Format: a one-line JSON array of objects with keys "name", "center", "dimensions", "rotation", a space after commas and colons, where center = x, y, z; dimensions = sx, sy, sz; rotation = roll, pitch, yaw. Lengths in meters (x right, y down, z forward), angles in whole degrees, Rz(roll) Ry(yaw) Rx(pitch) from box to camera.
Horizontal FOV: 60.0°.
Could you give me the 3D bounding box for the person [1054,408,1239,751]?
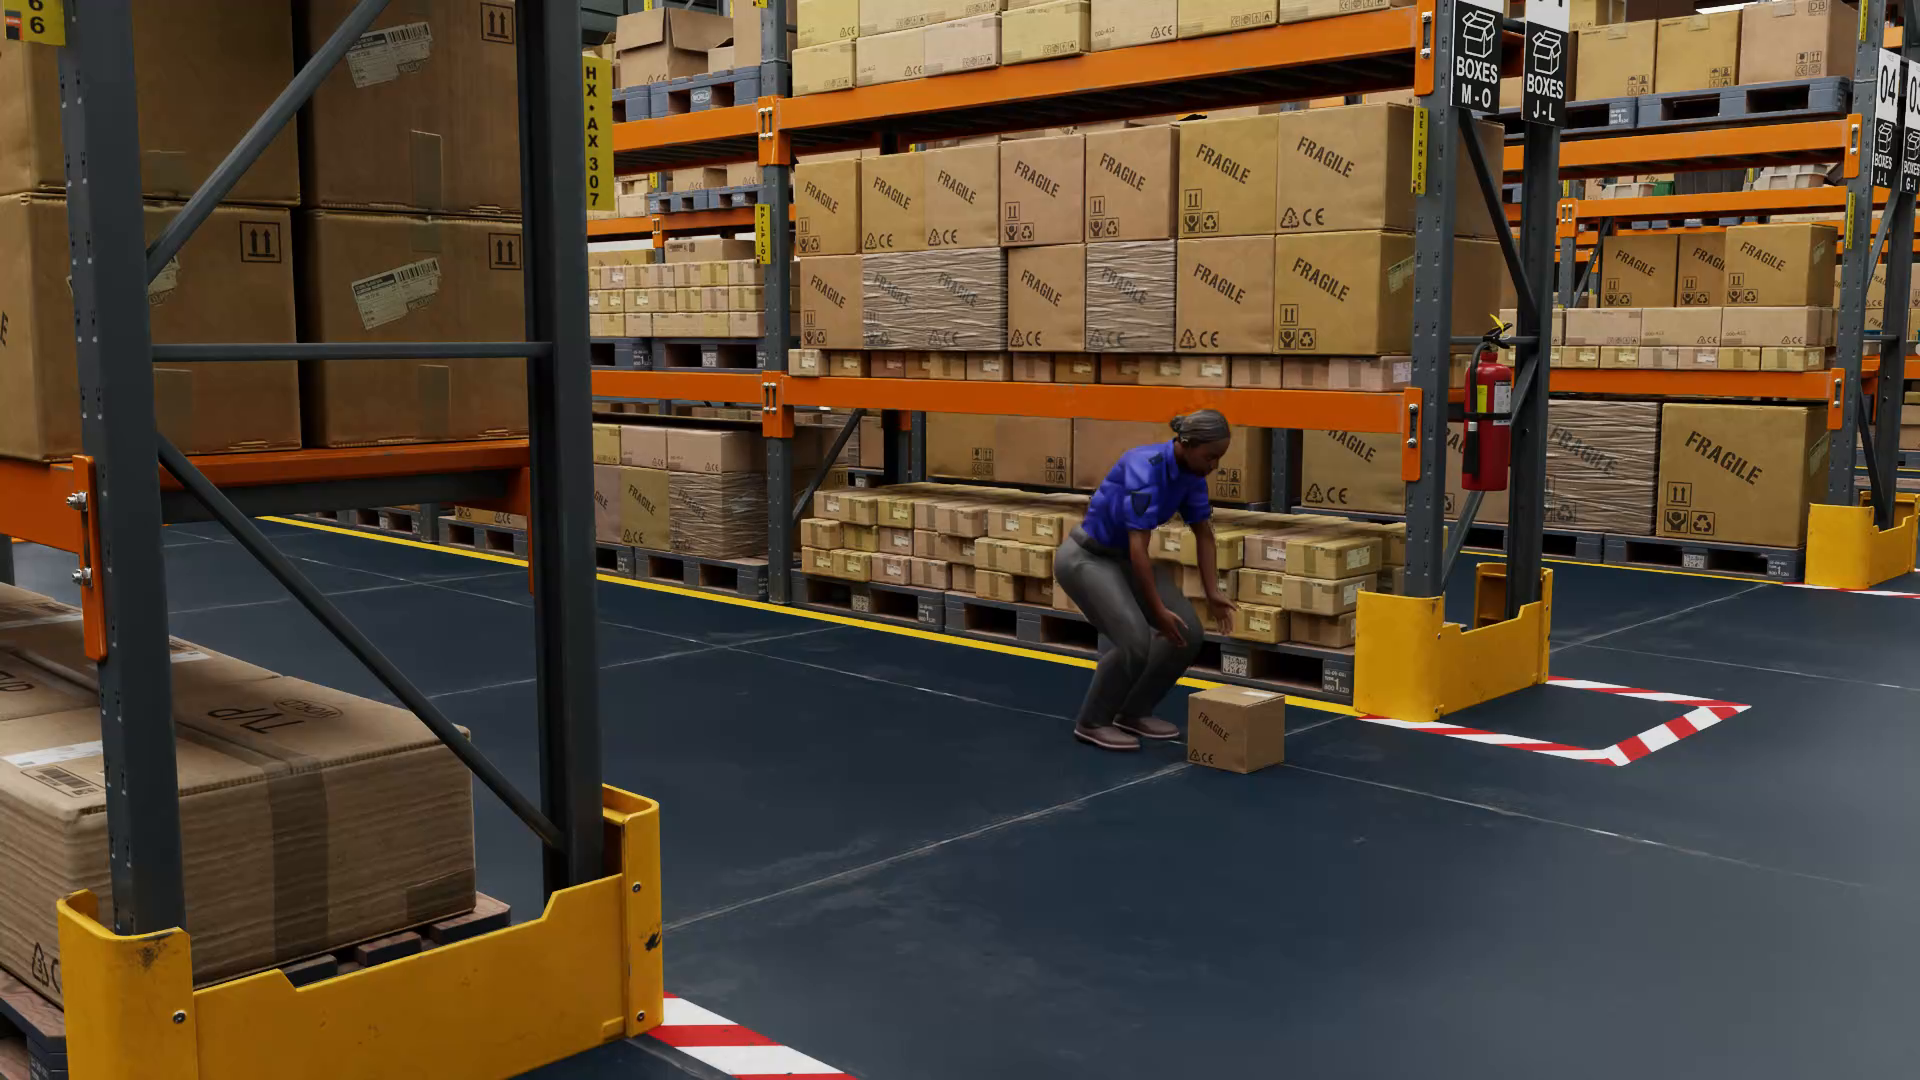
[{"name": "person", "center": [0.707, 0.136, 6.265], "dimensions": [0.684, 1.277, 0.497], "rotation": [7, 10, 43]}]
